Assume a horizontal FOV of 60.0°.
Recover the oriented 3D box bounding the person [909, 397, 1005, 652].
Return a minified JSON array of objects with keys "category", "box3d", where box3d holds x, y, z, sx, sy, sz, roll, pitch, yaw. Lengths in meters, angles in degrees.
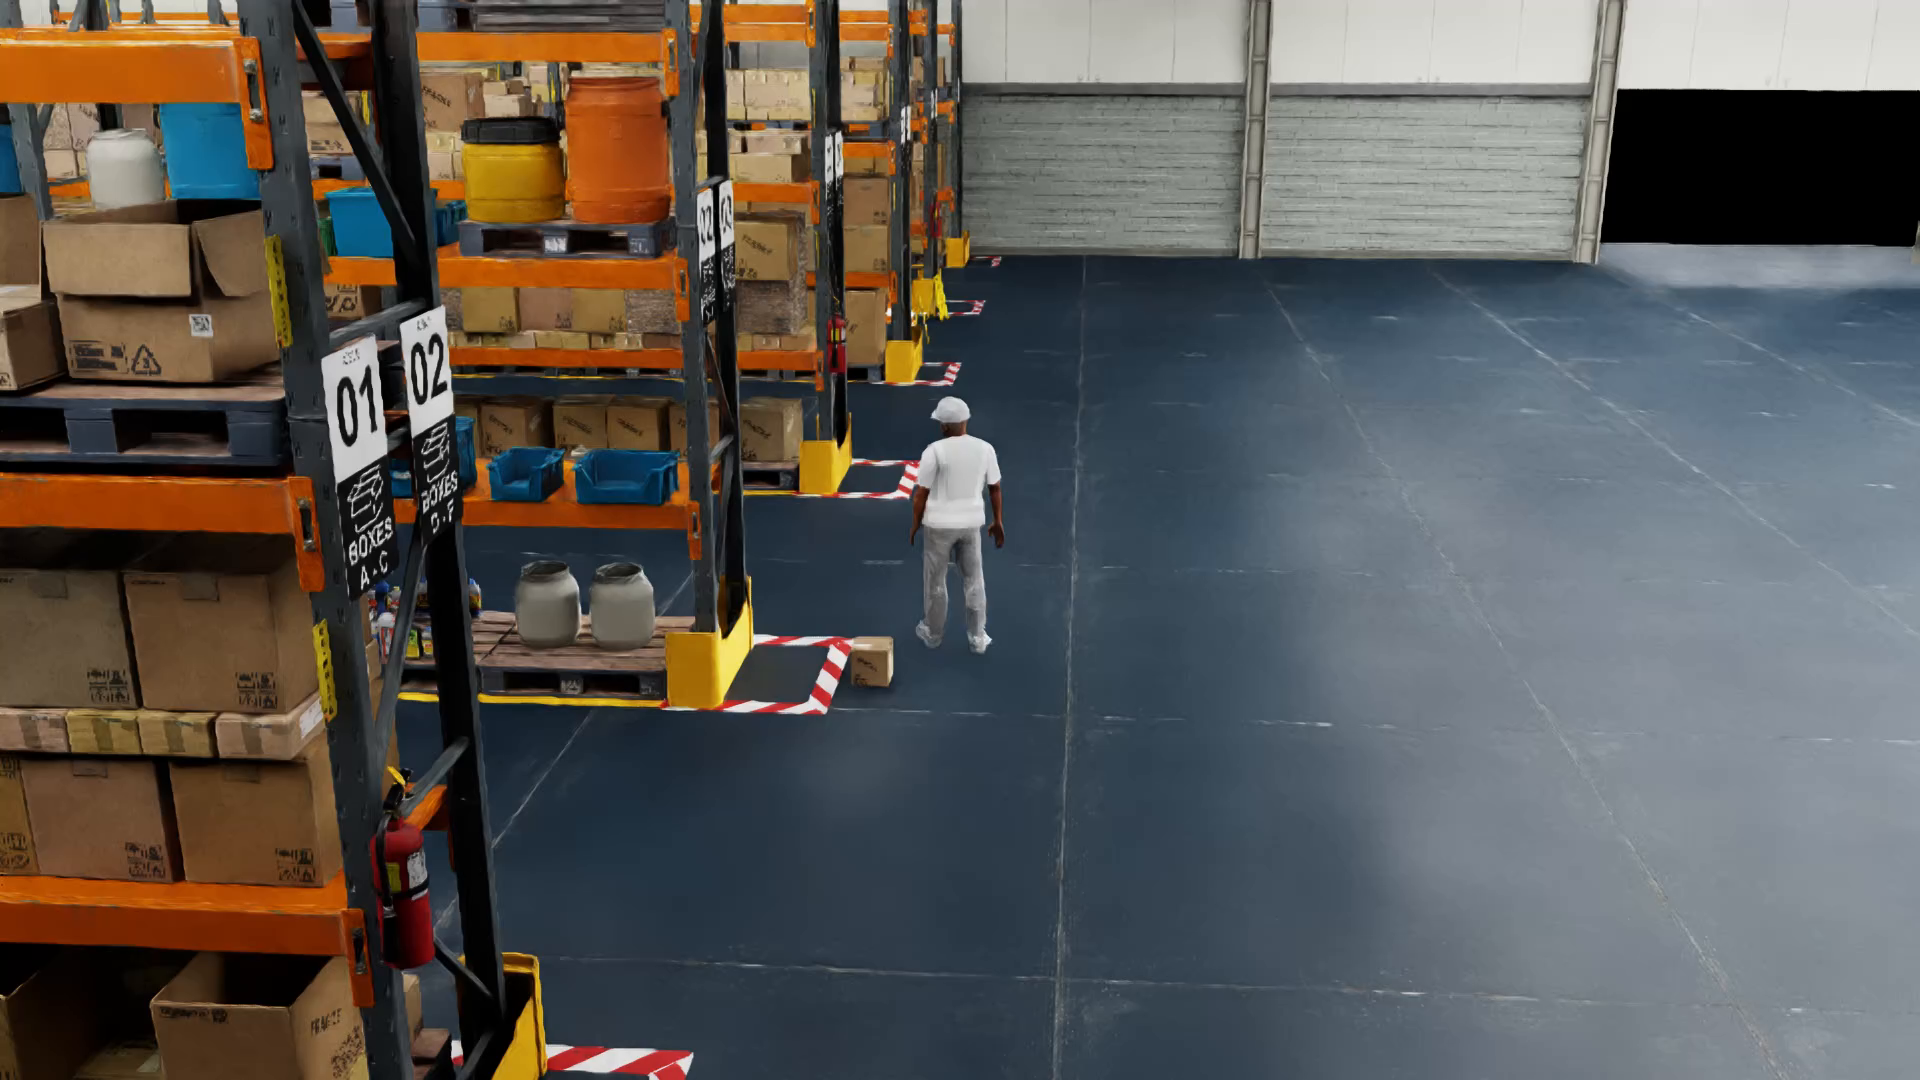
[{"category":"person","box3d":[-0.042,-0.123,11.322,0.649,1.768,0.521,-7,19,-22]}]
